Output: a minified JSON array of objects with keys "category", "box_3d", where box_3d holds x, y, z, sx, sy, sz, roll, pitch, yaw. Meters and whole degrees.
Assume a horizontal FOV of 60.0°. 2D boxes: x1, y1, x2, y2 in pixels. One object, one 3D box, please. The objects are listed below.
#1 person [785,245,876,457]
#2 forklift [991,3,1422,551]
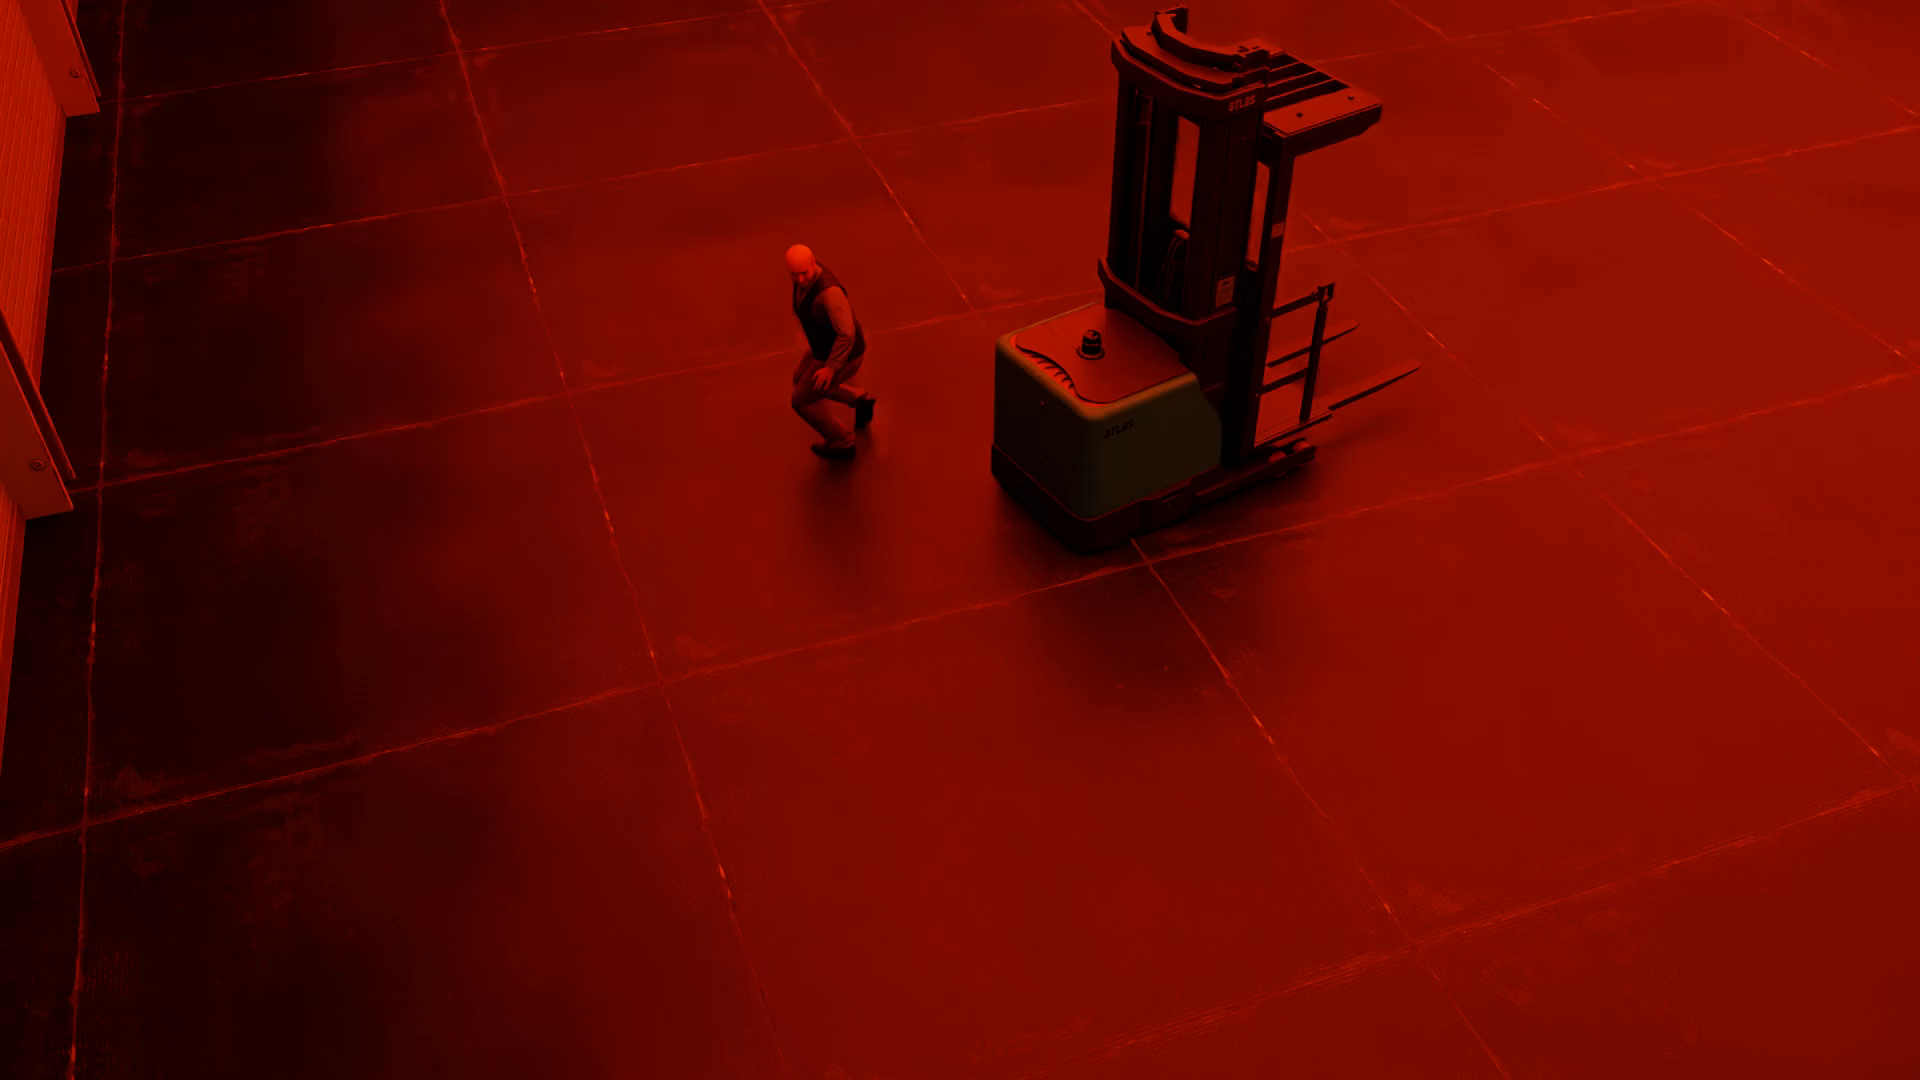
[{"category":"person","box_3d":[-0.830,-1.258,10.615,0.575,1.543,0.891,-8,41,-9]},{"category":"forklift","box_3d":[1.709,-1.791,10.130,3.031,2.935,1.130,-23,45,-25]}]
